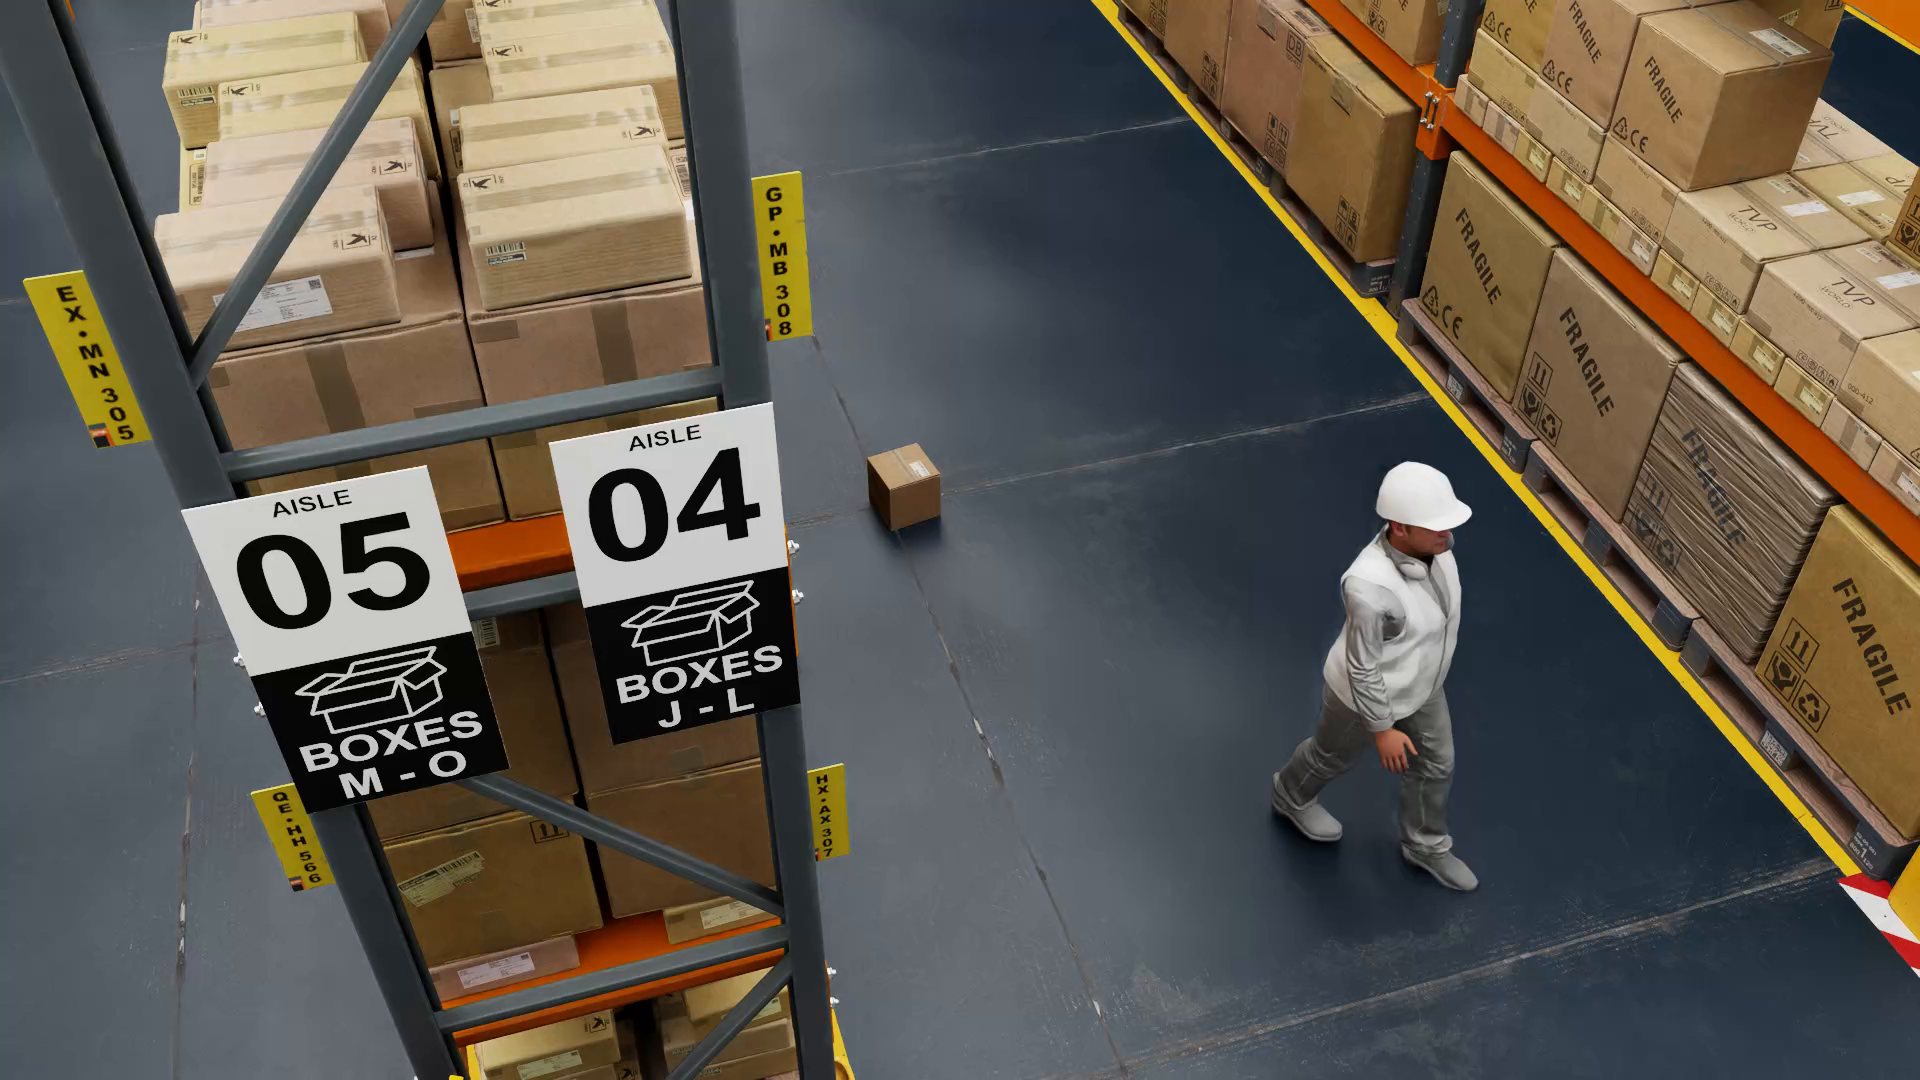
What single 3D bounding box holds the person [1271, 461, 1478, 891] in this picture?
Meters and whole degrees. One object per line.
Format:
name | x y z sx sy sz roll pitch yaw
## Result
person | 1.479 0.515 5.578 0.790 1.797 0.570 32 51 30
